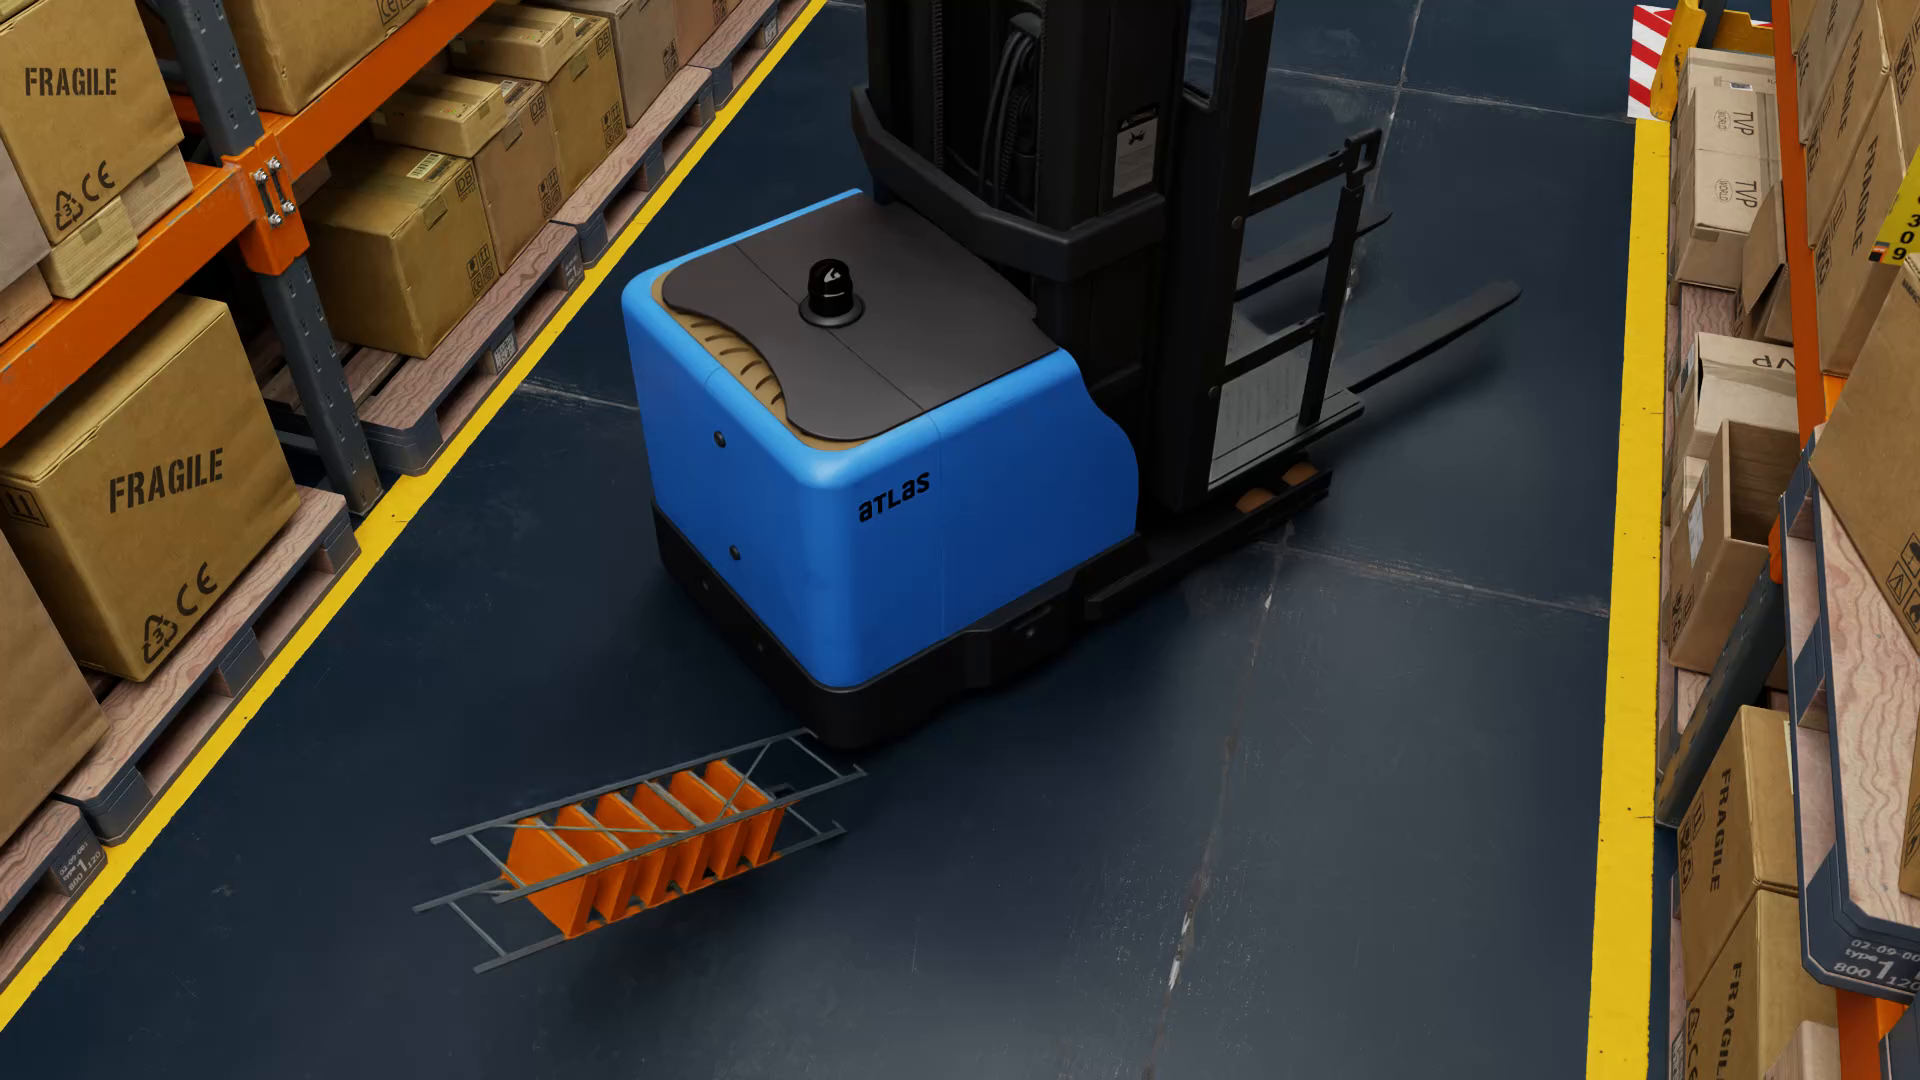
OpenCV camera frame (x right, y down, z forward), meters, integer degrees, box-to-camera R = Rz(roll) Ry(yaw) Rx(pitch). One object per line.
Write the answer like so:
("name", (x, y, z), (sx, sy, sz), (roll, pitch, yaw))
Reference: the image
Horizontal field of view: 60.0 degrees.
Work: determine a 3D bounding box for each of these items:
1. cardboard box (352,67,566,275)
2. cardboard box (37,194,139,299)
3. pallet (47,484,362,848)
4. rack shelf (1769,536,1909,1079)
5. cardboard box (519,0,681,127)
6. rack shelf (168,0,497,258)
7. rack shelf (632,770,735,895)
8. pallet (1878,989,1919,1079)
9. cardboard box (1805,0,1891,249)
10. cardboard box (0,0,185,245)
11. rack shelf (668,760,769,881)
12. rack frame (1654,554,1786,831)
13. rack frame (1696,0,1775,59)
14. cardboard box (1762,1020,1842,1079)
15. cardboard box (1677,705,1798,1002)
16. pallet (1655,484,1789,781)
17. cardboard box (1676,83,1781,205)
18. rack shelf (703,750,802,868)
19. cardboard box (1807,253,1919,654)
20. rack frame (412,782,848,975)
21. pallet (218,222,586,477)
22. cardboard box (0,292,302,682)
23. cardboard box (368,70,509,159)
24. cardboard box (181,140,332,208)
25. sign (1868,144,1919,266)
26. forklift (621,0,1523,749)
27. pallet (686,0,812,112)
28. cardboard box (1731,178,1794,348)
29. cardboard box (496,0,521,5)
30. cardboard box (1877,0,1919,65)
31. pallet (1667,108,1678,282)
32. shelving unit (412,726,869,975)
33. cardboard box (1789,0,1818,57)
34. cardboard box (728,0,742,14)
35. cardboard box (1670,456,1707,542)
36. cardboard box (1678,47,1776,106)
("cardboard box", (-1.884, -1.355, 5.977), (0.700, 0.500, 0.500), (12, 46, 12))
("cardboard box", (-2.250, -0.746, 4.033), (0.380, 0.149, 0.250), (13, 46, 13))
("pallet", (-2.525, 0.240, 4.854), (1.003, 0.211, 1.213), (13, 46, 13))
("rack shelf", (1.753, 1.350, 2.240), (1.077, 0.370, 4.000), (13, 46, 13))
("cardboard box", (-1.572, -2.053, 6.690), (0.700, 0.500, 0.500), (11, 45, 11))
("rack shelf", (-1.758, -2.363, 6.034), (1.077, 0.370, 4.000), (13, 46, 13))
("rack shelf", (-0.688, 0.703, 4.027), (0.258, 0.180, 0.103), (33, 24, 29))
("pallet", (1.732, 1.197, 2.019), (1.003, 0.211, 1.213), (13, 46, 13))
("cardboard box", (2.421, -1.007, 4.063), (0.500, 0.500, 0.500), (14, 46, 14))
("cardboard box", (-2.263, -1.075, 3.905), (0.500, 0.500, 0.500), (12, 46, 12))
("rack shelf", (-0.617, 0.690, 4.123), (0.258, 0.180, 0.103), (33, 24, 29))
("rack frame", (2.359, -0.240, 3.351), (1.000, 3.000, 0.127), (13, 46, 13))
("rack frame", (3.570, -2.906, 6.075), (1.000, 3.000, 0.127), (13, 46, 13))
("cardboard box", (1.677, 1.165, 2.851), (0.500, 0.250, 0.500), (13, 46, 13))
("cardboard box", (1.980, 0.767, 3.794), (0.500, 0.500, 0.500), (11, 45, 11))
("pallet", (2.568, 0.299, 4.794), (1.003, 0.211, 1.213), (13, 46, 13))
("cardboard box", (2.984, -1.445, 6.234), (0.500, 0.250, 0.500), (13, 46, 13))
("rack shelf", (-0.546, 0.677, 4.219), (0.258, 0.180, 0.103), (33, 24, 29))
("cardboard box", (2.002, -0.158, 2.895), (0.700, 0.500, 0.500), (-1, 44, -1))
("rack frame", (-0.744, 0.788, 4.024), (0.240, 0.006, 1.200), (33, 24, 29))
("pallet", (-2.058, -0.781, 5.897), (1.003, 0.211, 1.213), (13, 46, 13))
("cardboard box", (-2.436, -0.208, 4.555), (0.750, 0.750, 0.750), (13, 46, 13))
("cardboard box", (-1.761, -1.442, 5.602), (0.380, 0.149, 0.250), (14, 46, 14))
("cardboard box", (-2.272, -1.198, 5.352), (0.380, 0.149, 0.250), (12, 46, 12))
("sign", (1.840, -0.659, 3.160), (0.100, 0.325, 0.005), (13, 46, 13))
("forklift", (0.564, -1.320, 4.503), (3.031, 2.935, 1.130), (-28, 51, -25))
("pallet", (-1.319, -2.407, 7.559), (1.003, 0.211, 1.213), (13, 46, 13))
("cardboard box", (2.923, -0.759, 5.351), (0.797, 0.503, 0.637), (13, 46, 13))
("cardboard box", (-1.881, -2.066, 6.239), (0.380, 0.149, 0.250), (12, 46, 12))
("cardboard box", (2.418, -1.367, 3.716), (0.500, 0.500, 0.500), (12, 46, 12))
("pallet", (3.307, -1.327, 6.456), (1.003, 0.211, 1.213), (13, 46, 13))
("shelving unit", (-0.714, 0.708, 3.991), (0.258, 0.189, 1.200), (33, 24, 29))
("cardboard box", (2.726, -1.690, 4.761), (0.500, 0.500, 0.500), (13, 46, 13))
("cardboard box", (-1.269, -2.722, 7.374), (0.700, 0.500, 0.500), (13, 46, 13))
("cardboard box", (2.318, -0.081, 4.912), (0.380, 0.149, 0.250), (13, 46, 13))
("cardboard box", (3.116, -1.838, 6.708), (0.380, 0.149, 0.250), (13, 46, 13))
